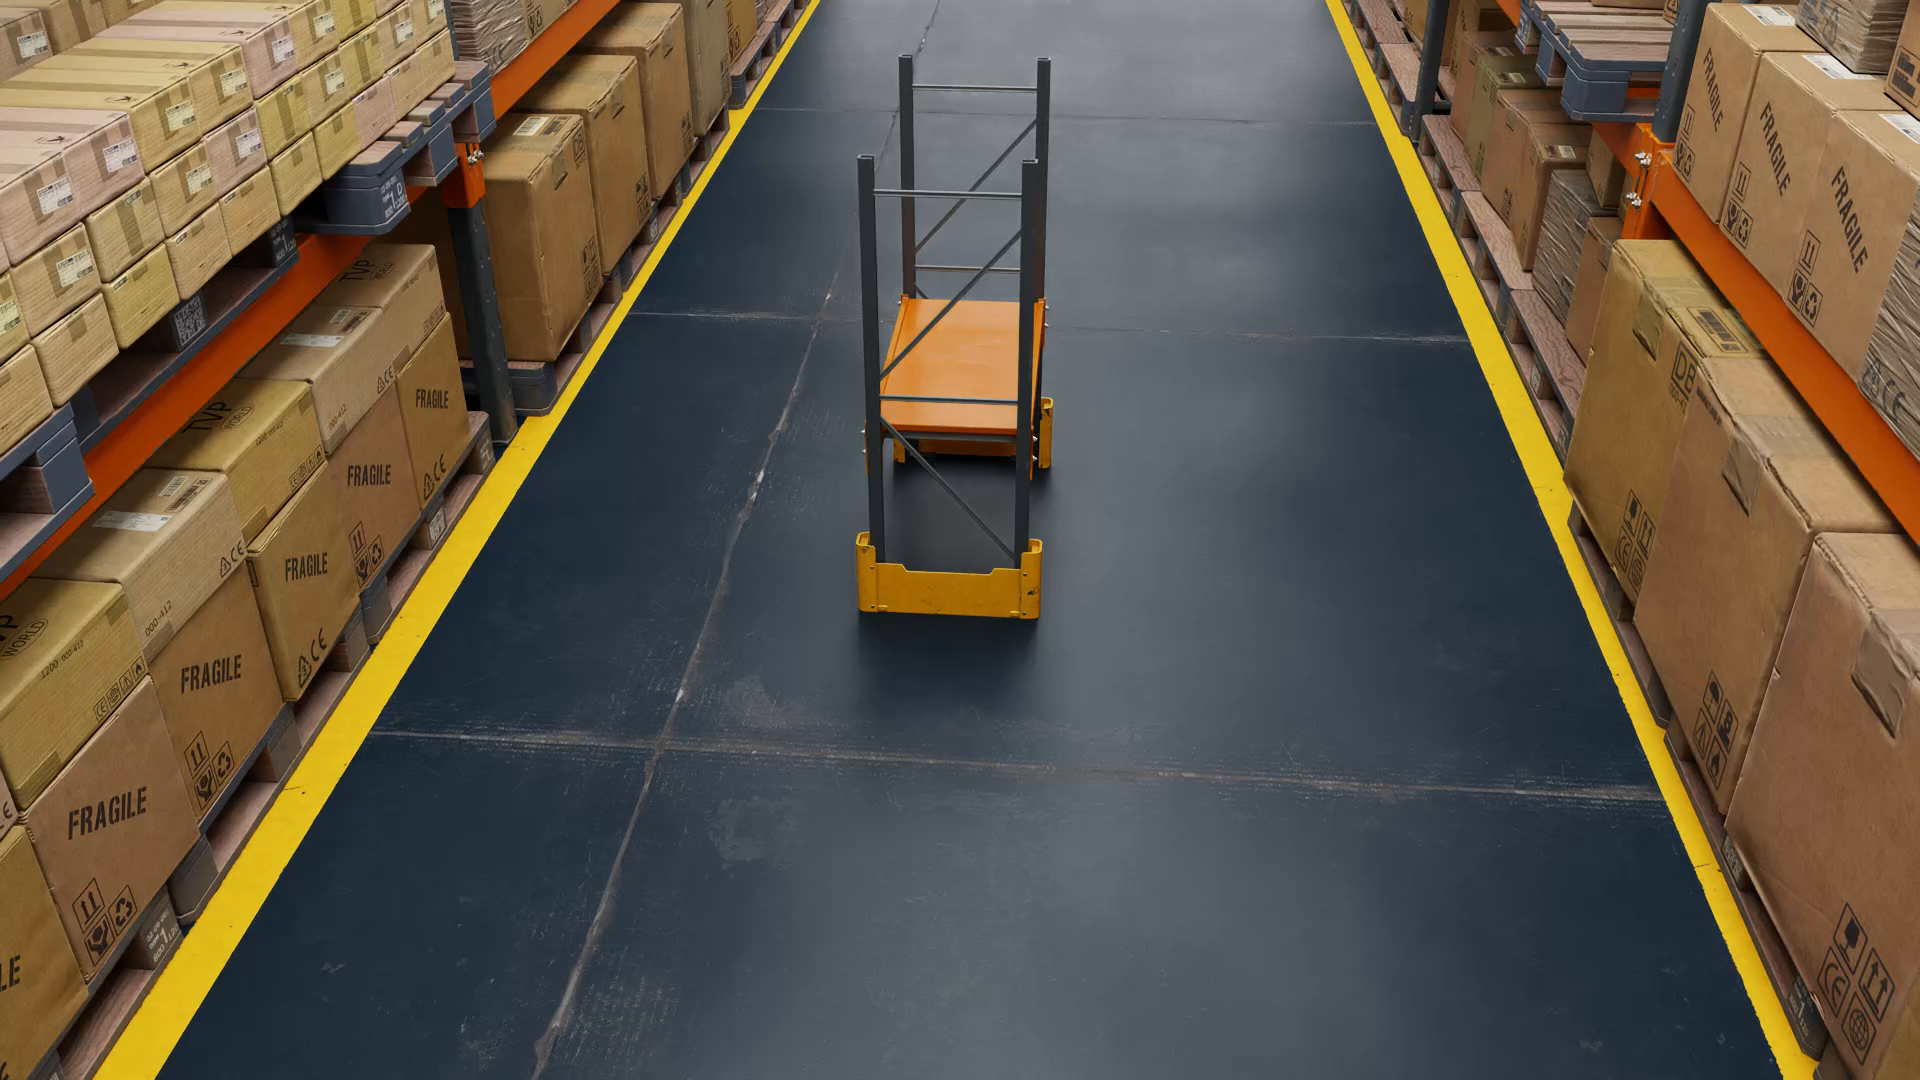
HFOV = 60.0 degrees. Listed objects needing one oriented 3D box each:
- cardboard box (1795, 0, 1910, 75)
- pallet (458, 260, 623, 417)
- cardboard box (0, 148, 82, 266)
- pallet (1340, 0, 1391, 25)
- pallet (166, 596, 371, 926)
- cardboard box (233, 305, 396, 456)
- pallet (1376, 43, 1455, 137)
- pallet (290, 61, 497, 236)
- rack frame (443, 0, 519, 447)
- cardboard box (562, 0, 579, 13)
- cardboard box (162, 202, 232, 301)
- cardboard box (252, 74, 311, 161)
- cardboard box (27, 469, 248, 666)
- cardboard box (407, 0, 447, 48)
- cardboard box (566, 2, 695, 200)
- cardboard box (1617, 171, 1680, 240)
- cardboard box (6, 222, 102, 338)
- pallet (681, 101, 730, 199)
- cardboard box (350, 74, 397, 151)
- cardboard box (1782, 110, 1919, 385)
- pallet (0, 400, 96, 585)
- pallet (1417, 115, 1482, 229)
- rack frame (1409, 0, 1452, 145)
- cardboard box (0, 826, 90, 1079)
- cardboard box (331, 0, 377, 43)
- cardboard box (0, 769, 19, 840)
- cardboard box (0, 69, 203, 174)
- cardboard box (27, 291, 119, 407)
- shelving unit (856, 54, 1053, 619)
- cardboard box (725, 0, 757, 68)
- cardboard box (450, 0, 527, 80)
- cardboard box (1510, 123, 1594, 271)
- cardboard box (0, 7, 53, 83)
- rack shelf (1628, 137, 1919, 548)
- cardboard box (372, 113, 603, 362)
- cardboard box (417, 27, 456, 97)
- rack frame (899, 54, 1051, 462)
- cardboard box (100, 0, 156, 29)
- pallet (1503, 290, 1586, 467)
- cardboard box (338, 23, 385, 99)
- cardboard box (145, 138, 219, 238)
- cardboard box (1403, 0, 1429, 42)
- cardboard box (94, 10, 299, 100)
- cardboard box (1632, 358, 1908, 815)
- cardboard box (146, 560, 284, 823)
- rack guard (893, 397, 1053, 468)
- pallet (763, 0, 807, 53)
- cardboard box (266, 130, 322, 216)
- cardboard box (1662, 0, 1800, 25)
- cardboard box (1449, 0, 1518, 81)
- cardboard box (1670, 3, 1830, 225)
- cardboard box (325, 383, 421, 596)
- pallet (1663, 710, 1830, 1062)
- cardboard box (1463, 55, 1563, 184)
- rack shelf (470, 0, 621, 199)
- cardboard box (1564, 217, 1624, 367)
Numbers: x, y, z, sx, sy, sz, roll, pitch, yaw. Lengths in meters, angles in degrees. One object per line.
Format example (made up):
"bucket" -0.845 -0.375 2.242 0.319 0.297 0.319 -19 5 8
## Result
"cardboard box" 2.649 -1.510 4.289 0.797 0.503 0.637 3 32 6
"pallet" -2.071 -0.908 7.023 1.003 0.211 1.213 2 32 4
"cardboard box" -1.962 -0.650 3.218 0.380 0.149 0.250 2 32 4
"pallet" 3.269 -3.955 11.966 1.003 0.211 1.213 2 32 4
"pallet" -2.377 0.546 4.663 1.003 0.211 1.213 2 32 4
"cardboard box" -2.035 -0.487 4.948 0.500 0.250 0.500 3 32 5
"pallet" 3.070 -2.679 9.896 1.003 0.211 1.213 2 32 4
"pallet" -2.162 -1.227 5.065 1.213 0.211 1.003 2 32 4
"rack frame" -2.210 -1.686 5.627 1.000 3.000 0.127 2 32 4
"cardboard box" -1.824 -2.482 6.823 0.500 0.500 0.500 2 32 4
"cardboard box" -1.921 -0.667 3.813 0.380 0.149 0.250 1 32 2
"cardboard box" -1.879 -1.069 4.181 0.380 0.149 0.250 2 32 4
"cardboard box" -2.125 0.051 4.075 0.500 0.250 0.500 4 32 6
"cardboard box" -1.797 -1.607 5.054 0.380 0.149 0.250 3 32 5
"cardboard box" -1.928 -2.166 8.150 1.050 0.750 0.750 2 32 4
"cardboard box" 2.750 -1.216 6.112 0.500 0.250 0.500 4 32 6
"cardboard box" -1.965 -0.527 3.302 0.380 0.149 0.250 4 32 6
"pallet" -1.872 -2.184 9.093 1.003 0.211 1.213 2 32 4
"cardboard box" -1.835 -1.216 4.704 0.380 0.149 0.250 3 32 5
"cardboard box" 2.336 -0.684 3.905 0.500 0.500 0.500 2 32 3
"pallet" -2.329 0.094 2.922 1.003 0.211 1.213 2 32 4
"pallet" 2.989 -1.919 8.663 1.003 0.211 1.213 2 32 4
"rack frame" 3.051 -3.513 8.592 1.000 3.000 0.127 2 32 4
"cardboard box" -2.211 0.916 3.387 0.500 0.500 0.500 4 32 6
"cardboard box" -1.837 -1.467 4.544 0.380 0.149 0.250 3 32 5
"cardboard box" -2.212 0.596 3.191 0.500 0.250 0.500 1 32 2
"cardboard box" -1.923 -0.923 3.661 0.380 0.149 0.250 3 32 5
"cardboard box" -1.962 -0.393 3.368 0.380 0.149 0.250 1 32 2
"shelving unit" 0.006 -0.678 5.421 0.587 1.500 1.083 2 32 4
"cardboard box" -1.764 -3.378 9.997 0.875 0.875 0.875 3 32 5
"cardboard box" -1.905 -1.952 5.963 0.500 0.500 0.500 3 32 5
"cardboard box" 2.831 -1.483 7.261 0.700 0.500 0.500 5 32 8
"cardboard box" -2.527 -1.229 4.158 0.380 0.149 0.250 4 32 6
"rack shelf" 2.562 -0.070 3.689 1.077 0.370 4.000 2 32 4
"cardboard box" -2.071 -1.222 6.618 1.050 0.750 0.750 2 32 3
"cardboard box" -1.792 -1.481 5.133 0.380 0.149 0.250 3 32 5
"rack frame" 0.048 -0.949 5.860 0.500 1.500 0.032 2 32 4
"cardboard box" -2.484 -1.509 4.612 0.380 0.149 0.250 2 32 4
"pallet" 2.790 -0.643 6.592 1.003 0.211 1.213 2 32 4
"cardboard box" -1.835 -1.330 4.604 0.380 0.149 0.250 3 32 5
"cardboard box" -1.920 -0.797 3.740 0.380 0.149 0.250 2 32 3
"cardboard box" 3.135 -3.463 10.493 0.500 0.500 0.500 0 32 0
"cardboard box" -1.881 -1.202 4.113 0.380 0.149 0.250 2 32 4
"cardboard box" 2.568 0.130 4.305 1.225 0.875 0.875 3 32 4
"cardboard box" -2.141 0.364 4.282 0.500 0.500 0.500 3 32 5
"rack guard" 0.047 -0.407 6.172 0.587 0.250 0.087 2 32 4
"pallet" -1.648 -3.625 11.431 1.003 0.211 1.213 2 32 4
"cardboard box" -1.879 -0.945 4.264 0.380 0.149 0.250 1 32 2
"cardboard box" 2.729 -1.927 5.522 0.500 0.500 0.500 -1 32 -2
"cardboard box" 3.123 -2.835 9.474 0.500 0.500 0.500 2 32 2
"cardboard box" 2.414 -1.222 4.778 0.500 0.500 0.500 3 32 5
"cardboard box" -2.049 -0.174 5.156 0.500 0.500 0.500 4 32 6
"pallet" 2.484 0.811 4.233 1.003 0.211 1.213 2 32 4
"cardboard box" 2.922 -2.068 8.209 0.700 0.500 0.500 2 32 4
"rack shelf" -2.047 -2.426 7.513 1.077 0.370 4.000 2 32 4
"cardboard box" 2.760 -0.896 6.308 0.700 0.500 0.500 1 32 1
